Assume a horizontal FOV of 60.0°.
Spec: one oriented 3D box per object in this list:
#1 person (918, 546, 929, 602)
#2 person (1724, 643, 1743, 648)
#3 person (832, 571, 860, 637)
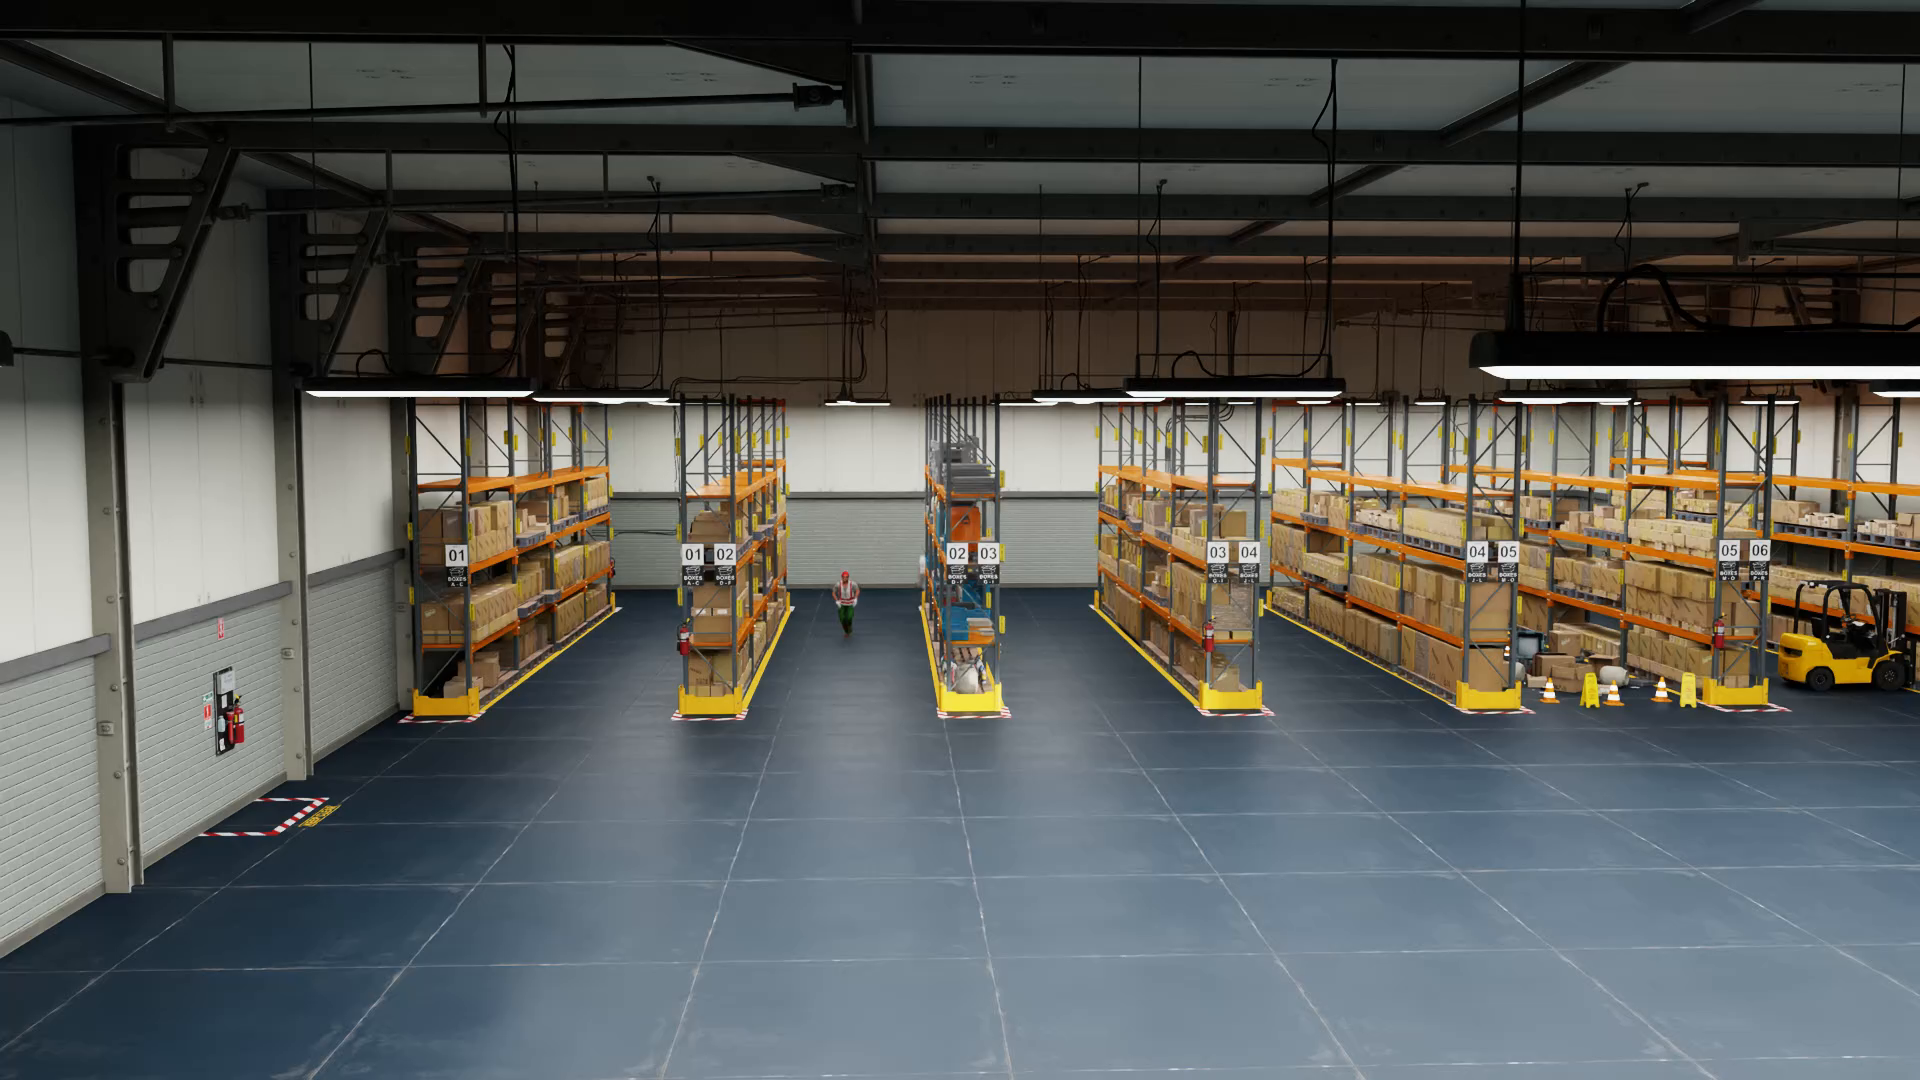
[{"bbox_3d":[-0.986,0.996,49.017,0.449,1.662,0.565,4,6,43],"label":"person"},{"bbox_3d":[16.934,2.002,36.348,0.556,1.758,0.434,-2,5,-22],"label":"person"},{"bbox_3d":[-2.857,1.604,41.577,0.668,1.684,0.630,0,5,4],"label":"person"}]
